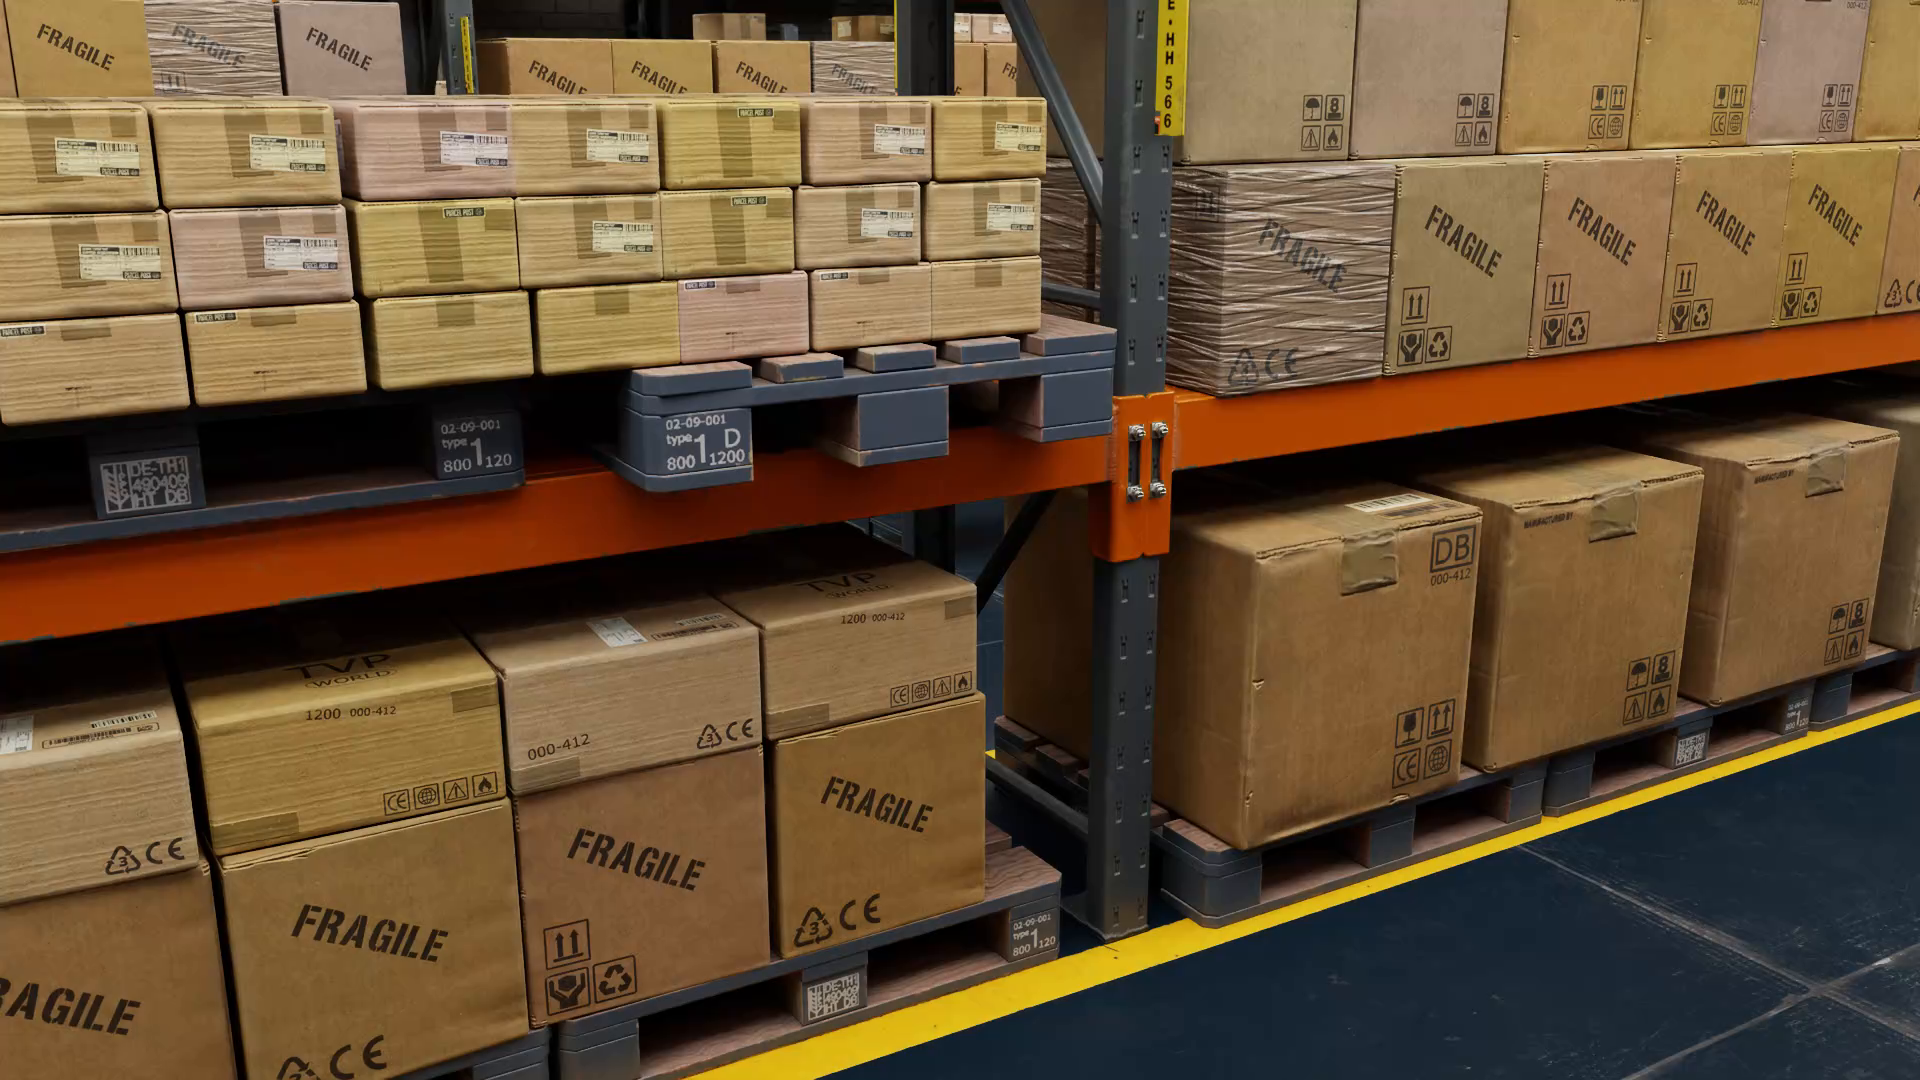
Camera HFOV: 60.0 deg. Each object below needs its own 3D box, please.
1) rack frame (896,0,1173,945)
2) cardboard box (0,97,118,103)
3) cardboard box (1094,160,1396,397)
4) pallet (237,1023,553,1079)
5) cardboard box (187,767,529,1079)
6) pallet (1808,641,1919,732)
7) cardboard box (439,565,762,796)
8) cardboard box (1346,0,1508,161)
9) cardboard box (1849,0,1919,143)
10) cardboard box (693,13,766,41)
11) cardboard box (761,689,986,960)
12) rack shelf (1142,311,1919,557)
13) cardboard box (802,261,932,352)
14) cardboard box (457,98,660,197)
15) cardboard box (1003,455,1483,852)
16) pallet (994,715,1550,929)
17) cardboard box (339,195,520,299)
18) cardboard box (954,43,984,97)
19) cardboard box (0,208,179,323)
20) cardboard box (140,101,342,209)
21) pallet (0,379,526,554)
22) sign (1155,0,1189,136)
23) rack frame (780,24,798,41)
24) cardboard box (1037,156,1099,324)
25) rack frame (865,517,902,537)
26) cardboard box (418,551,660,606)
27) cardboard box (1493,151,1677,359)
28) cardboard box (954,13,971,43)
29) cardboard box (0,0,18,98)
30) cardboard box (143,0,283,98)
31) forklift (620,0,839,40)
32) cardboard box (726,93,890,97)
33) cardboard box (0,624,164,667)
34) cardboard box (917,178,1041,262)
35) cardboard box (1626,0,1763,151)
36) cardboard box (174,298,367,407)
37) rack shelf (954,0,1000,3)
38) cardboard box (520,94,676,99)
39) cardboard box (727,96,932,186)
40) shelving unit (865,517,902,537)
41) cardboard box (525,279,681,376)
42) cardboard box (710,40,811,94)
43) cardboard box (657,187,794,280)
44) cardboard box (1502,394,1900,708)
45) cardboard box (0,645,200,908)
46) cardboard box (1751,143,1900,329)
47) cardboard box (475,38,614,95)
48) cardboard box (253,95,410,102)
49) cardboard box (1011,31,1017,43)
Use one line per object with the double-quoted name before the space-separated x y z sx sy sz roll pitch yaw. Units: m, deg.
"rack frame" 0.145 -0.603 4.004 0.127 3.000 1.000 -9 18 -30
"cardboard box" -1.692 -0.735 3.058 0.250 0.149 0.380 -10 18 -30
"cardboard box" 0.669 -0.651 3.990 0.500 0.500 0.500 -9 18 -29
"pallet" -1.570 1.016 3.393 1.213 0.211 1.003 -9 18 -30
"cardboard box" -1.176 0.699 3.213 0.500 0.500 0.500 -10 19 -32
"pallet" 2.952 0.308 5.919 1.213 0.211 1.003 -9 18 -30
"cardboard box" -0.733 0.266 3.369 0.500 0.250 0.500 -9 18 -29
"cardboard box" 0.968 -1.263 4.322 0.500 0.500 0.700 -10 18 -31
"cardboard box" 2.712 -1.546 5.331 0.500 0.500 0.700 -10 18 -31
"cardboard box" -1.233 -2.733 8.886 0.250 0.149 0.380 -10 19 -32
"cardboard box" -0.284 0.550 3.743 0.500 0.500 0.500 -9 18 -30
"rack shelf" 1.860 -0.535 5.093 4.000 0.370 1.077 -9 18 -30
"cardboard box" -0.254 -0.475 3.236 0.250 0.149 0.380 -9 18 -30
"cardboard box" -0.707 -0.688 2.892 0.250 0.149 0.380 -9 18 -28
"cardboard box" 0.714 0.214 4.479 0.750 0.750 1.050 -9 18 -30
"pallet" 0.860 0.647 4.709 1.213 0.211 1.003 -9 18 -30
"cardboard box" -0.925 -0.510 2.809 0.250 0.149 0.380 -9 18 -30
"cardboard box" -0.209 -2.427 8.997 0.500 0.500 0.500 -9 18 -28
"cardboard box" -1.369 -0.438 2.551 0.250 0.149 0.380 -10 18 -31
"cardboard box" -1.148 -0.617 2.640 0.250 0.149 0.380 -8 18 -27
"pallet" -1.530 -0.226 3.015 1.213 0.211 1.003 -9 18 -30
"sign" 0.433 -0.998 3.415 0.005 0.325 0.100 -9 18 -30
"rack frame" -1.621 -3.438 14.118 0.127 3.000 1.000 -9 18 -30
"cardboard box" 0.393 -0.776 4.436 0.500 0.500 0.500 -9 18 -30
"rack frame" -0.308 -0.672 7.029 0.023 1.500 0.400 -9 18 -30
"cardboard box" -1.005 0.148 3.790 0.500 0.250 0.500 -9 18 -30
"cardboard box" 1.536 -0.793 4.495 0.500 0.500 0.500 -9 18 -30
"cardboard box" -0.148 -2.738 8.902 0.250 0.149 0.380 -10 19 -32
"cardboard box" -4.101 -1.922 6.672 0.500 0.500 0.500 -10 18 -31
"cardboard box" -3.235 -2.058 7.158 0.500 0.500 0.500 -9 18 -29
"forklift" -1.447 -2.621 11.330 3.031 2.935 1.130 -9 18 -30
"cardboard box" -0.354 -0.951 3.830 0.250 0.149 0.380 -9 18 -30
"cardboard box" -1.882 0.286 3.296 0.500 0.250 0.500 -10 19 -32
"cardboard box" -0.044 -0.654 3.320 0.250 0.149 0.380 -9 18 -29
"cardboard box" 1.845 -1.406 4.832 0.500 0.500 0.700 -9 18 -30
"cardboard box" -1.143 -0.332 2.726 0.250 0.149 0.380 -9 18 -28
"rack shelf" 0.093 -4.814 14.802 4.000 0.370 1.077 -9 18 -30
"cardboard box" -0.792 -0.880 3.578 0.250 0.149 0.380 -9 18 -30
"cardboard box" -0.255 -0.762 3.157 0.250 0.149 0.380 -9 18 -30
"shelving unit" 0.006 -0.723 7.211 0.755 1.500 0.431 -9 18 -30
"cardboard box" -0.690 -0.406 2.987 0.250 0.149 0.380 -9 18 -30
"cardboard box" -1.091 -2.286 8.495 0.500 0.500 0.500 -9 18 -29
"cardboard box" -0.496 -0.579 3.054 0.250 0.149 0.380 -9 18 -28
"cardboard box" 2.260 -0.038 5.377 0.750 0.750 1.050 -9 18 -30
"cardboard box" -1.619 0.407 2.864 0.500 0.250 0.500 -8 18 -28
"cardboard box" 2.398 -0.932 4.994 0.500 0.500 0.500 -9 18 -29
"cardboard box" -1.986 -2.137 7.961 0.500 0.500 0.500 -10 18 -31
"cardboard box" -1.250 -0.806 3.312 0.250 0.149 0.380 -8 18 -27
"cardboard box" 0.353 -3.013 9.884 0.250 0.149 0.380 -9 18 -30
